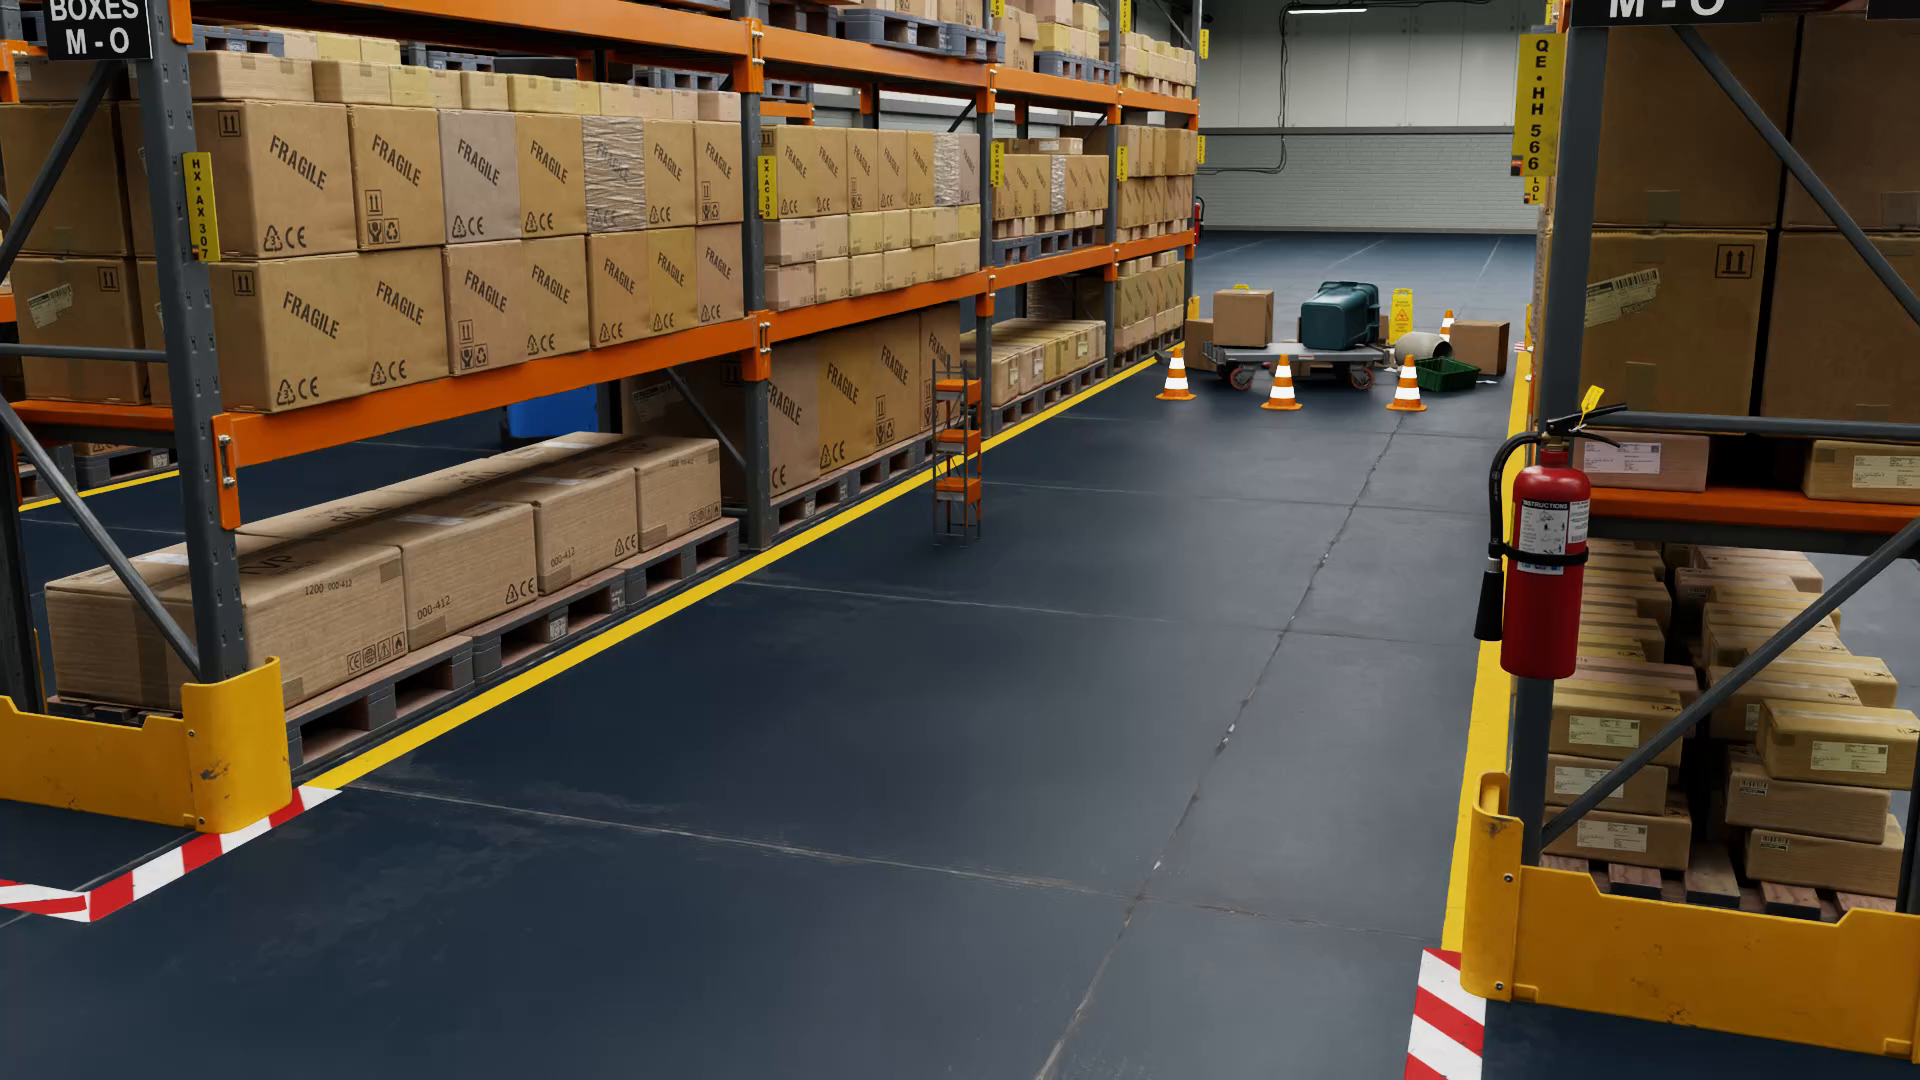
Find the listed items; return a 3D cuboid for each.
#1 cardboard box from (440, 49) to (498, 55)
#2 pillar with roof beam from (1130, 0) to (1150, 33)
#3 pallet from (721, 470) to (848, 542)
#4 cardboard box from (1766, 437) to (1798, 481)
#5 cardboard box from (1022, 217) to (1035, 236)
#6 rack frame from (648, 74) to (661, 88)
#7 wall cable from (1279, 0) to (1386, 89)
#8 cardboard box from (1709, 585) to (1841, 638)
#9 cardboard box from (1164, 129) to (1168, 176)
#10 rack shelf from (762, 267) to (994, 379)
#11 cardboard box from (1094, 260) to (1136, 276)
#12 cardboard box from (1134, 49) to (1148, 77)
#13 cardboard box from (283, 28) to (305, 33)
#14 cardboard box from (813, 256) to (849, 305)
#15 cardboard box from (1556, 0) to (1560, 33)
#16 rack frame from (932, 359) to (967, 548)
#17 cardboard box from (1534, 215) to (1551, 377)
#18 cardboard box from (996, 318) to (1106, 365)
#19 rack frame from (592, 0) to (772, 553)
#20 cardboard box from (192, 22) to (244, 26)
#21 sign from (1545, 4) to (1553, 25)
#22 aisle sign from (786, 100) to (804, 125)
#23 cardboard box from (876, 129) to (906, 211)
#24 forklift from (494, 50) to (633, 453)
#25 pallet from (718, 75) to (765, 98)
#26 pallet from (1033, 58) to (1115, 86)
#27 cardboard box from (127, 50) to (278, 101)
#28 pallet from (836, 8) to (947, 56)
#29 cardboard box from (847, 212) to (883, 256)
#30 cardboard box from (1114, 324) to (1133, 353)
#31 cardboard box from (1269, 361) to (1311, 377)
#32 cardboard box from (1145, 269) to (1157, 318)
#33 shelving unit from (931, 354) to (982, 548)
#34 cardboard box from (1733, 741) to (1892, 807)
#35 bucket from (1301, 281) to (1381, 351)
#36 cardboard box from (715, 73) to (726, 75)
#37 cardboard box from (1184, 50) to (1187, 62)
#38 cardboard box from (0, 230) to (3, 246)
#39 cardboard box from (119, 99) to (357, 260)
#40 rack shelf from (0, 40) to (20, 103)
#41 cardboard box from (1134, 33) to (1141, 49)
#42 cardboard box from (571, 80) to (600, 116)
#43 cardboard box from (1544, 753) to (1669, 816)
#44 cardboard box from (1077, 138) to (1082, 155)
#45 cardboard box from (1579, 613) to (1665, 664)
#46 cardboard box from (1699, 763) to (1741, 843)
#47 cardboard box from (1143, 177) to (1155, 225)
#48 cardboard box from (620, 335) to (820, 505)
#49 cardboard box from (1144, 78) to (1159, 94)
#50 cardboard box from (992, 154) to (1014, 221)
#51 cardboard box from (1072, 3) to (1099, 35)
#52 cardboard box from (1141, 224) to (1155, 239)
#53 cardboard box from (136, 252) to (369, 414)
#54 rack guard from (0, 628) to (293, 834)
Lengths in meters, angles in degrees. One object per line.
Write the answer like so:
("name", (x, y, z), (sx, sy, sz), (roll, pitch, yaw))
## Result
("cardboard box", (-4.412, -4.650, 14.984), (0.700, 0.500, 0.500), (4, 13, 17))
("pillar with roof beam", (8.404, -11.907, 41.435), (9.100, 9.000, 0.548), (4, 14, 18))
("pallet", (-1.363, -0.246, 10.092), (1.003, 0.211, 1.213), (4, 14, 18))
("cardboard box", (2.339, -0.239, 4.360), (0.380, 0.149, 0.250), (5, 14, 20))
("cardboard box", (0.397, -2.585, 13.694), (0.380, 0.149, 0.250), (4, 14, 19))
("rack frame", (-3.651, -3.479, 17.989), (1.000, 3.000, 0.127), (4, 14, 18))
("wall cable", (11.036, -14.759, 49.558), (3.097, 2.526, 0.112), (4, 14, 18))
("cardboard box", (2.779, 0.270, 5.689), (0.380, 0.149, 0.250), (5, 14, 19))
("cardboard box", (1.851, -4.207, 18.037), (0.700, 0.500, 0.500), (4, 14, 18))
("rack shelf", (-0.895, -1.508, 10.972), (1.077, 0.370, 4.000), (4, 14, 18))
("cardboard box", (1.590, -2.795, 17.086), (0.380, 0.149, 0.250), (5, 14, 19))
("cardboard box", (1.606, -4.839, 16.874), (0.500, 0.250, 0.500), (4, 14, 18))
("cardboard box", (-5.211, -3.917, 12.610), (0.380, 0.149, 0.250), (4, 14, 19))
("cardboard box", (-0.984, -1.547, 9.864), (0.500, 0.250, 0.500), (4, 13, 17))
("cardboard box", (4.032, -3.355, 10.480), (0.500, 0.500, 0.500), (4, 14, 18))
("rack frame", (-0.057, -0.475, 9.209), (0.200, 1.050, 0.008), (4, 14, 18))
("cardboard box", (2.109, -0.783, 5.284), (0.500, 0.500, 0.500), (4, 14, 19))
("cardboard box", (0.879, -1.935, 16.187), (0.950, 0.372, 0.625), (5, 14, 19))
("rack frame", (-1.542, -1.438, 9.047), (1.000, 3.000, 0.127), (4, 14, 18))
("cardboard box", (-5.294, -3.748, 11.821), (0.380, 0.149, 0.250), (5, 14, 20))
("sign", (5.237, -4.580, 14.732), (0.100, 0.325, 0.005), (4, 14, 18))
("aisle sign", (-2.058, -5.581, 21.357), (0.394, 0.787, 0.004), (4, 14, 18))
("cardboard box", (-0.663, -2.370, 10.658), (0.500, 0.500, 0.500), (4, 13, 17))
("forklift", (-2.911, -2.158, 12.355), (1.130, 2.935, 3.031), (-4, 13, -16))
("pallet", (-3.003, -5.336, 19.581), (1.003, 0.211, 1.213), (4, 14, 18))
("pallet", (0.746, -4.371, 15.578), (1.213, 0.211, 1.003), (4, 14, 18))
("cardboard box", (-2.459, -1.503, 5.402), (0.380, 0.149, 0.250), (5, 14, 20))
("pallet", (-0.765, -3.275, 10.780), (1.003, 0.211, 1.213), (5, 14, 21))
("cardboard box", (-0.802, -1.897, 10.271), (0.500, 0.250, 0.500), (5, 14, 19))
("cardboard box", (1.493, -2.091, 17.145), (0.500, 0.250, 0.500), (4, 13, 16))
("cardboard box", (3.341, -1.806, 16.805), (0.258, 0.266, 0.396), (-5, 14, -21))
("cardboard box", (1.824, -2.679, 18.037), (0.500, 0.500, 0.500), (5, 14, 21))
("shelving unit", (-0.017, -0.501, 9.322), (0.215, 1.050, 0.252), (4, 14, 18))
("cardboard box", (2.435, 0.634, 4.763), (0.380, 0.149, 0.250), (4, 14, 18))
("bucket", (3.626, -2.127, 16.006), (0.726, 0.611, 0.620), (10, 26, 38))
("cardboard box", (-2.884, -5.420, 18.885), (0.396, 0.266, 0.258), (4, 13, 17))
("cardboard box", (2.391, -5.549, 19.091), (0.380, 0.149, 0.250), (5, 14, 19))
("cardboard box", (-6.174, -1.742, 10.046), (0.500, 0.250, 0.500), (5, 14, 20))
("cardboard box", (-2.411, -1.212, 5.587), (0.500, 0.500, 0.500), (4, 13, 17))
("rack shelf", (-6.887, -2.485, 8.510), (1.077, 0.370, 4.000), (4, 14, 18))
("cardboard box", (1.608, -5.006, 16.709), (0.380, 0.149, 0.250), (4, 13, 17))
("cardboard box", (-1.814, -1.938, 7.308), (0.380, 0.149, 0.250), (4, 13, 17))
("cardboard box", (1.781, 0.648, 4.703), (0.380, 0.149, 0.250), (4, 13, 17))
("cardboard box", (0.900, -3.577, 15.126), (0.380, 0.149, 0.250), (4, 13, 17))
("cardboard box", (2.055, 0.342, 5.372), (0.380, 0.149, 0.250), (4, 13, 16))
("cardboard box", (2.360, 0.776, 4.808), (0.380, 0.149, 0.250), (4, 14, 18))
("cardboard box", (1.768, -3.601, 17.630), (0.500, 0.500, 0.500), (4, 14, 18))
("cardboard box", (-1.417, -0.743, 9.833), (0.875, 0.875, 0.875), (5, 14, 20))
("cardboard box", (1.880, -4.775, 17.492), (0.380, 0.149, 0.250), (4, 13, 17))
("cardboard box", (0.117, -2.757, 12.988), (0.500, 0.500, 0.500), (4, 13, 17))
("cardboard box", (0.980, -4.829, 15.432), (0.500, 0.250, 0.500), (5, 14, 20))
("cardboard box", (1.875, -3.312, 17.821), (0.380, 0.149, 0.250), (4, 14, 19))
("cardboard box", (-2.409, -0.725, 5.698), (0.500, 0.500, 0.500), (4, 14, 18))
("rack guard", (-2.844, 0.628, 5.613), (1.175, 0.500, 0.348), (4, 14, 18))
